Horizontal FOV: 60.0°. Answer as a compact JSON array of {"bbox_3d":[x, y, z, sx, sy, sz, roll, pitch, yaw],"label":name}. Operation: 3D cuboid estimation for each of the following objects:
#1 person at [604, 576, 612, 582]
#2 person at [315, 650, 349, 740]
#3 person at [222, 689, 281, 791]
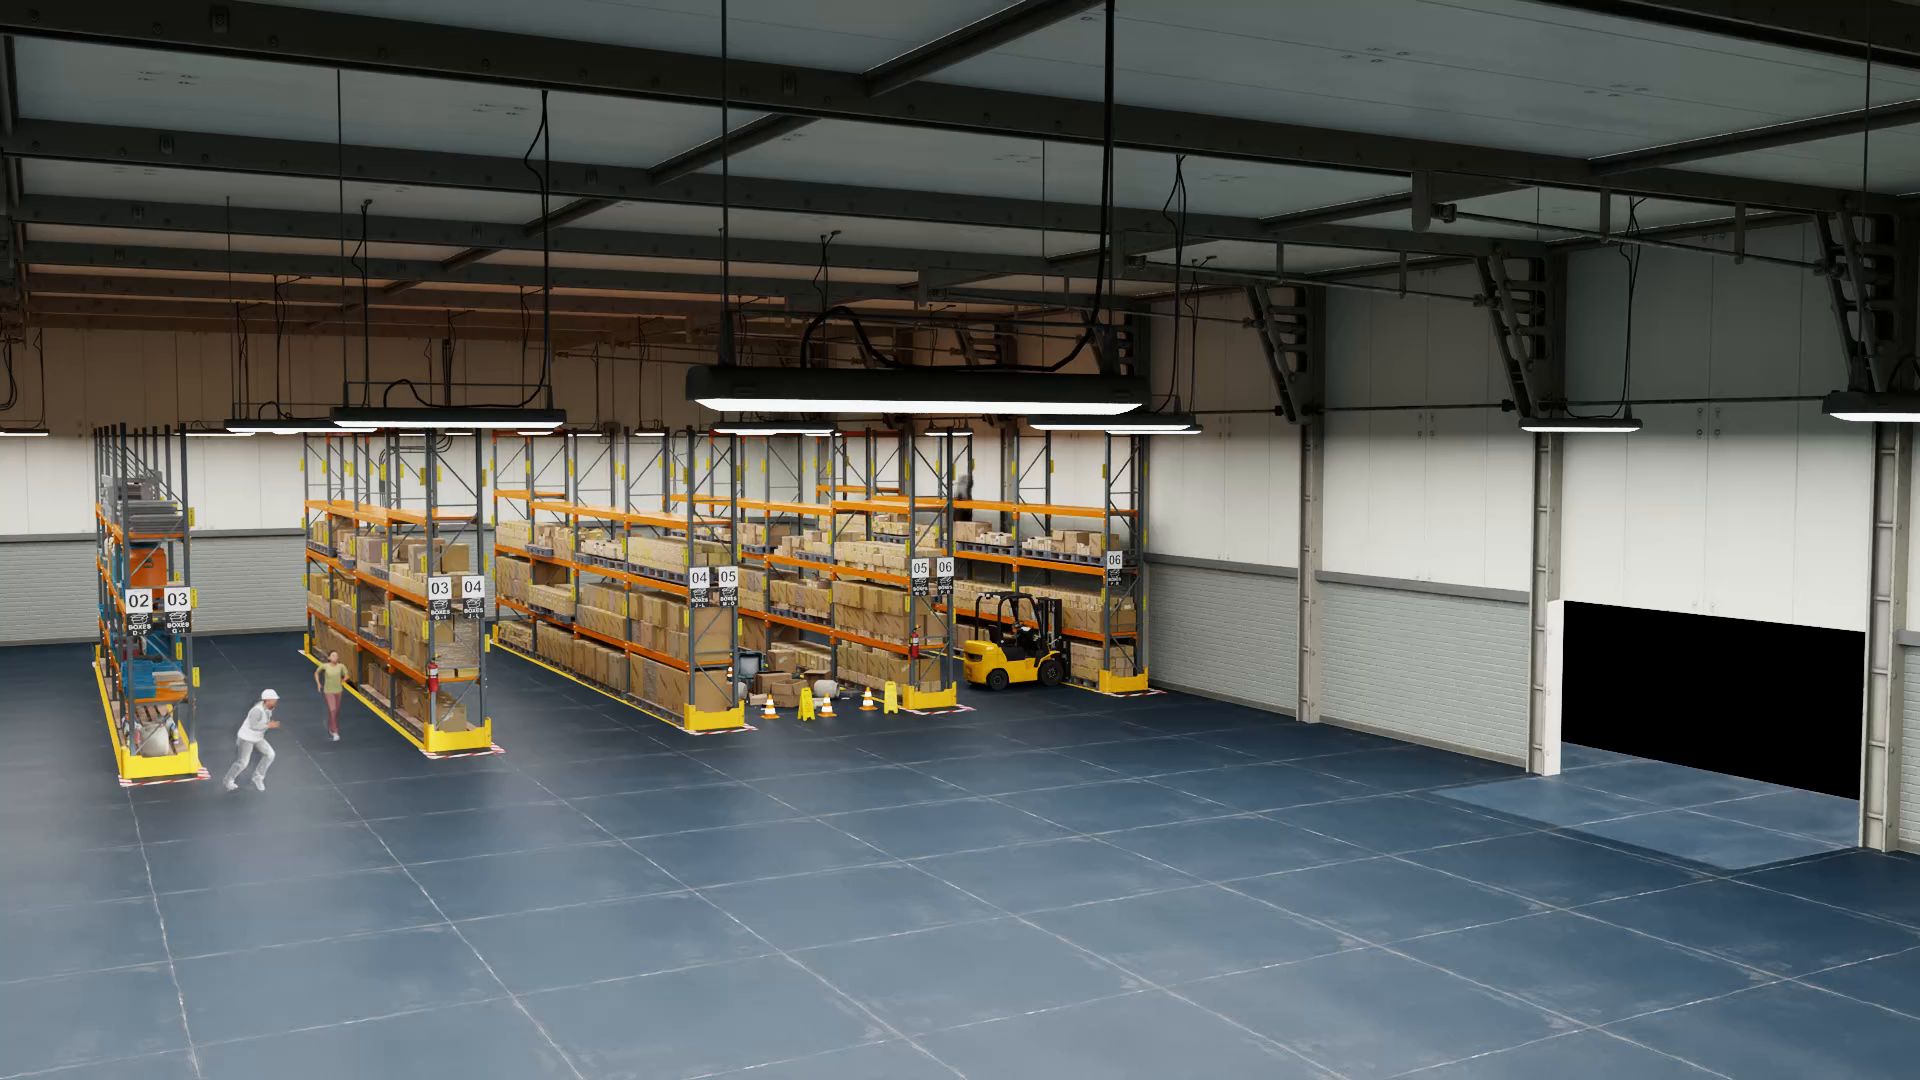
[{"bbox_3d":[-10.409,1.842,49.873,0.739,1.775,0.718,-1,4,-16],"label":"person"},{"bbox_3d":[-11.997,2.934,31.853,0.578,1.680,0.882,-3,4,-39],"label":"person"},{"bbox_3d":[-11.520,3.269,27.083,0.981,1.691,0.693,0,3,0],"label":"person"}]
